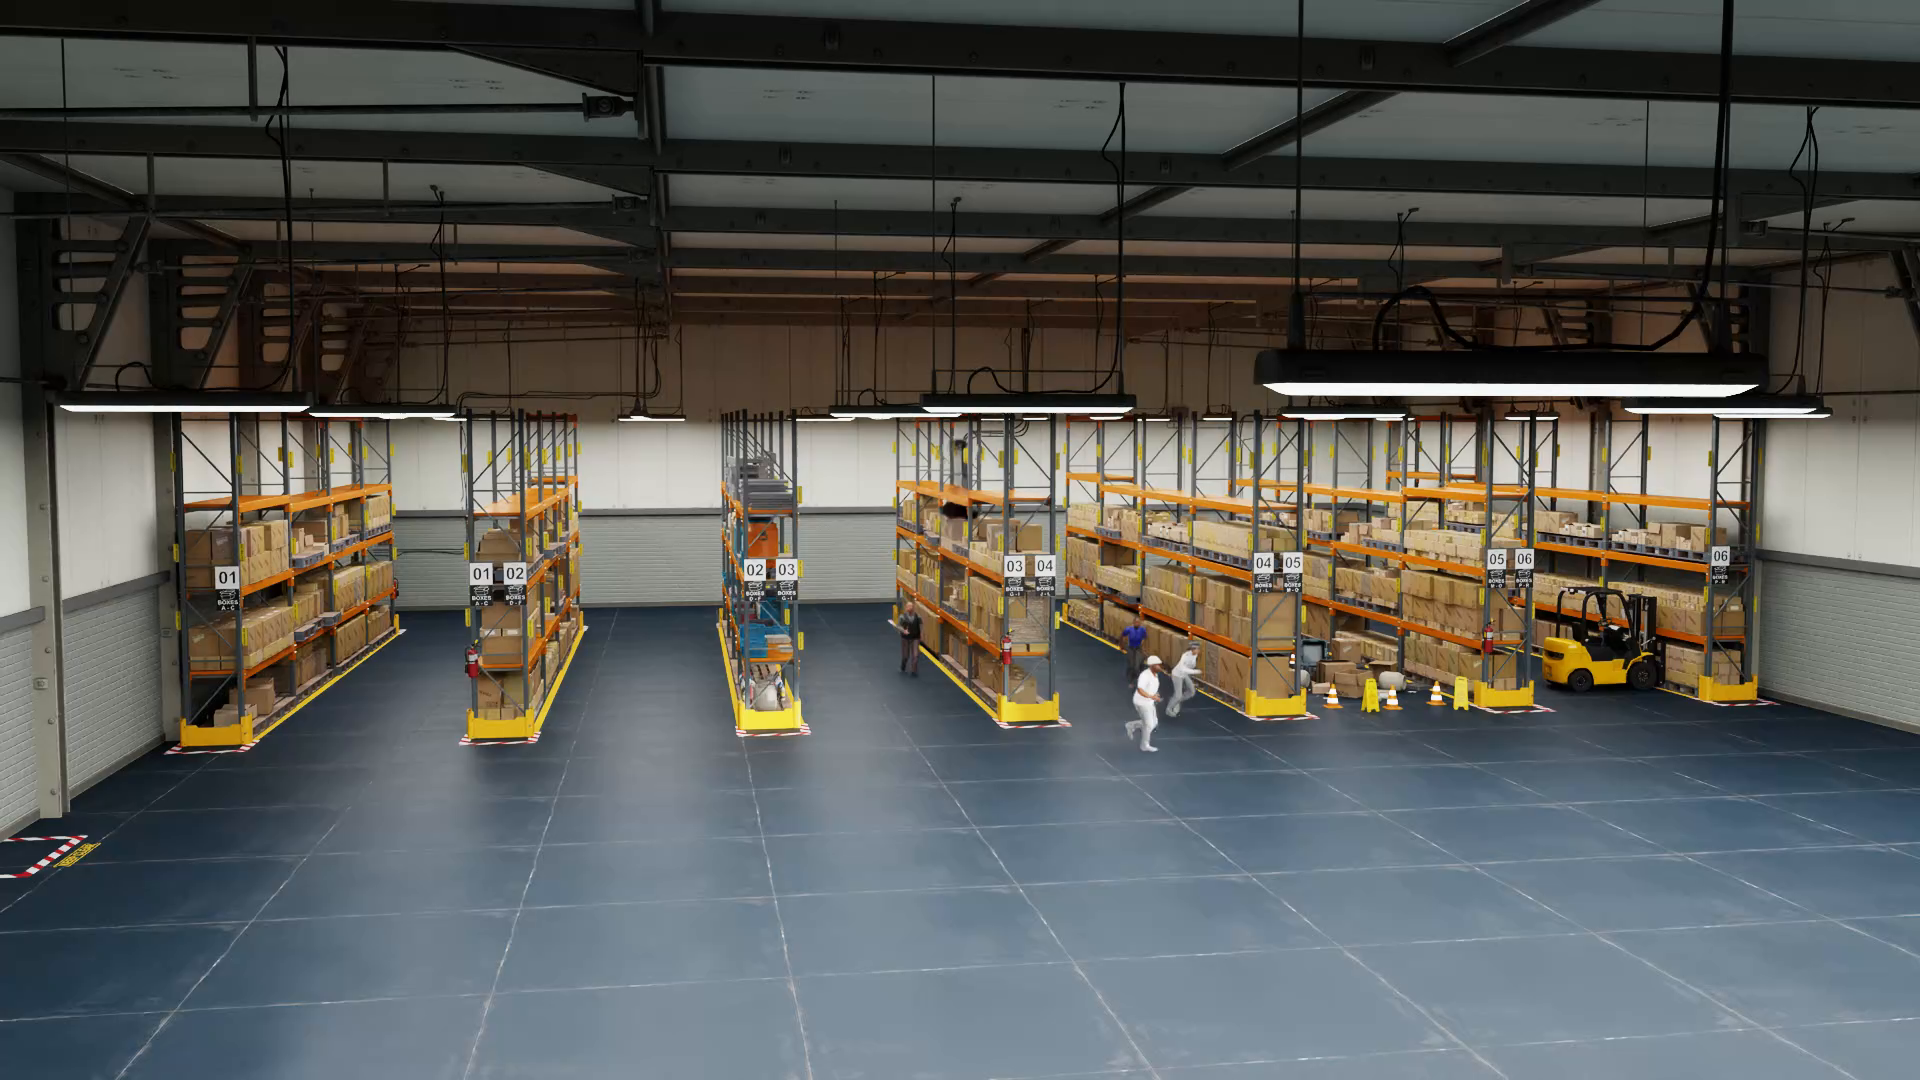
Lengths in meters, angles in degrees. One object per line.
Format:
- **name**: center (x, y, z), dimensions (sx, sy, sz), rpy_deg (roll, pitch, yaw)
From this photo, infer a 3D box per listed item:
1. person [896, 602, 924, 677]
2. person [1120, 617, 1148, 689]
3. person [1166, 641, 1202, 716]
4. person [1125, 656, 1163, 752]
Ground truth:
- **person**: center (-1.119, 2.252, 37.750), dimensions (0.669, 1.681, 0.760), rpy_deg (-1, 4, -14)
- **person**: center (3.774, 2.438, 36.071), dimensions (0.564, 1.587, 0.696), rpy_deg (-1, 4, -11)
- **person**: center (4.414, 2.706, 32.481), dimensions (0.842, 1.505, 0.643), rpy_deg (3, 5, 38)
- **person**: center (3.212, 2.857, 29.021), dimensions (0.749, 1.704, 0.685), rpy_deg (2, 5, 30)
